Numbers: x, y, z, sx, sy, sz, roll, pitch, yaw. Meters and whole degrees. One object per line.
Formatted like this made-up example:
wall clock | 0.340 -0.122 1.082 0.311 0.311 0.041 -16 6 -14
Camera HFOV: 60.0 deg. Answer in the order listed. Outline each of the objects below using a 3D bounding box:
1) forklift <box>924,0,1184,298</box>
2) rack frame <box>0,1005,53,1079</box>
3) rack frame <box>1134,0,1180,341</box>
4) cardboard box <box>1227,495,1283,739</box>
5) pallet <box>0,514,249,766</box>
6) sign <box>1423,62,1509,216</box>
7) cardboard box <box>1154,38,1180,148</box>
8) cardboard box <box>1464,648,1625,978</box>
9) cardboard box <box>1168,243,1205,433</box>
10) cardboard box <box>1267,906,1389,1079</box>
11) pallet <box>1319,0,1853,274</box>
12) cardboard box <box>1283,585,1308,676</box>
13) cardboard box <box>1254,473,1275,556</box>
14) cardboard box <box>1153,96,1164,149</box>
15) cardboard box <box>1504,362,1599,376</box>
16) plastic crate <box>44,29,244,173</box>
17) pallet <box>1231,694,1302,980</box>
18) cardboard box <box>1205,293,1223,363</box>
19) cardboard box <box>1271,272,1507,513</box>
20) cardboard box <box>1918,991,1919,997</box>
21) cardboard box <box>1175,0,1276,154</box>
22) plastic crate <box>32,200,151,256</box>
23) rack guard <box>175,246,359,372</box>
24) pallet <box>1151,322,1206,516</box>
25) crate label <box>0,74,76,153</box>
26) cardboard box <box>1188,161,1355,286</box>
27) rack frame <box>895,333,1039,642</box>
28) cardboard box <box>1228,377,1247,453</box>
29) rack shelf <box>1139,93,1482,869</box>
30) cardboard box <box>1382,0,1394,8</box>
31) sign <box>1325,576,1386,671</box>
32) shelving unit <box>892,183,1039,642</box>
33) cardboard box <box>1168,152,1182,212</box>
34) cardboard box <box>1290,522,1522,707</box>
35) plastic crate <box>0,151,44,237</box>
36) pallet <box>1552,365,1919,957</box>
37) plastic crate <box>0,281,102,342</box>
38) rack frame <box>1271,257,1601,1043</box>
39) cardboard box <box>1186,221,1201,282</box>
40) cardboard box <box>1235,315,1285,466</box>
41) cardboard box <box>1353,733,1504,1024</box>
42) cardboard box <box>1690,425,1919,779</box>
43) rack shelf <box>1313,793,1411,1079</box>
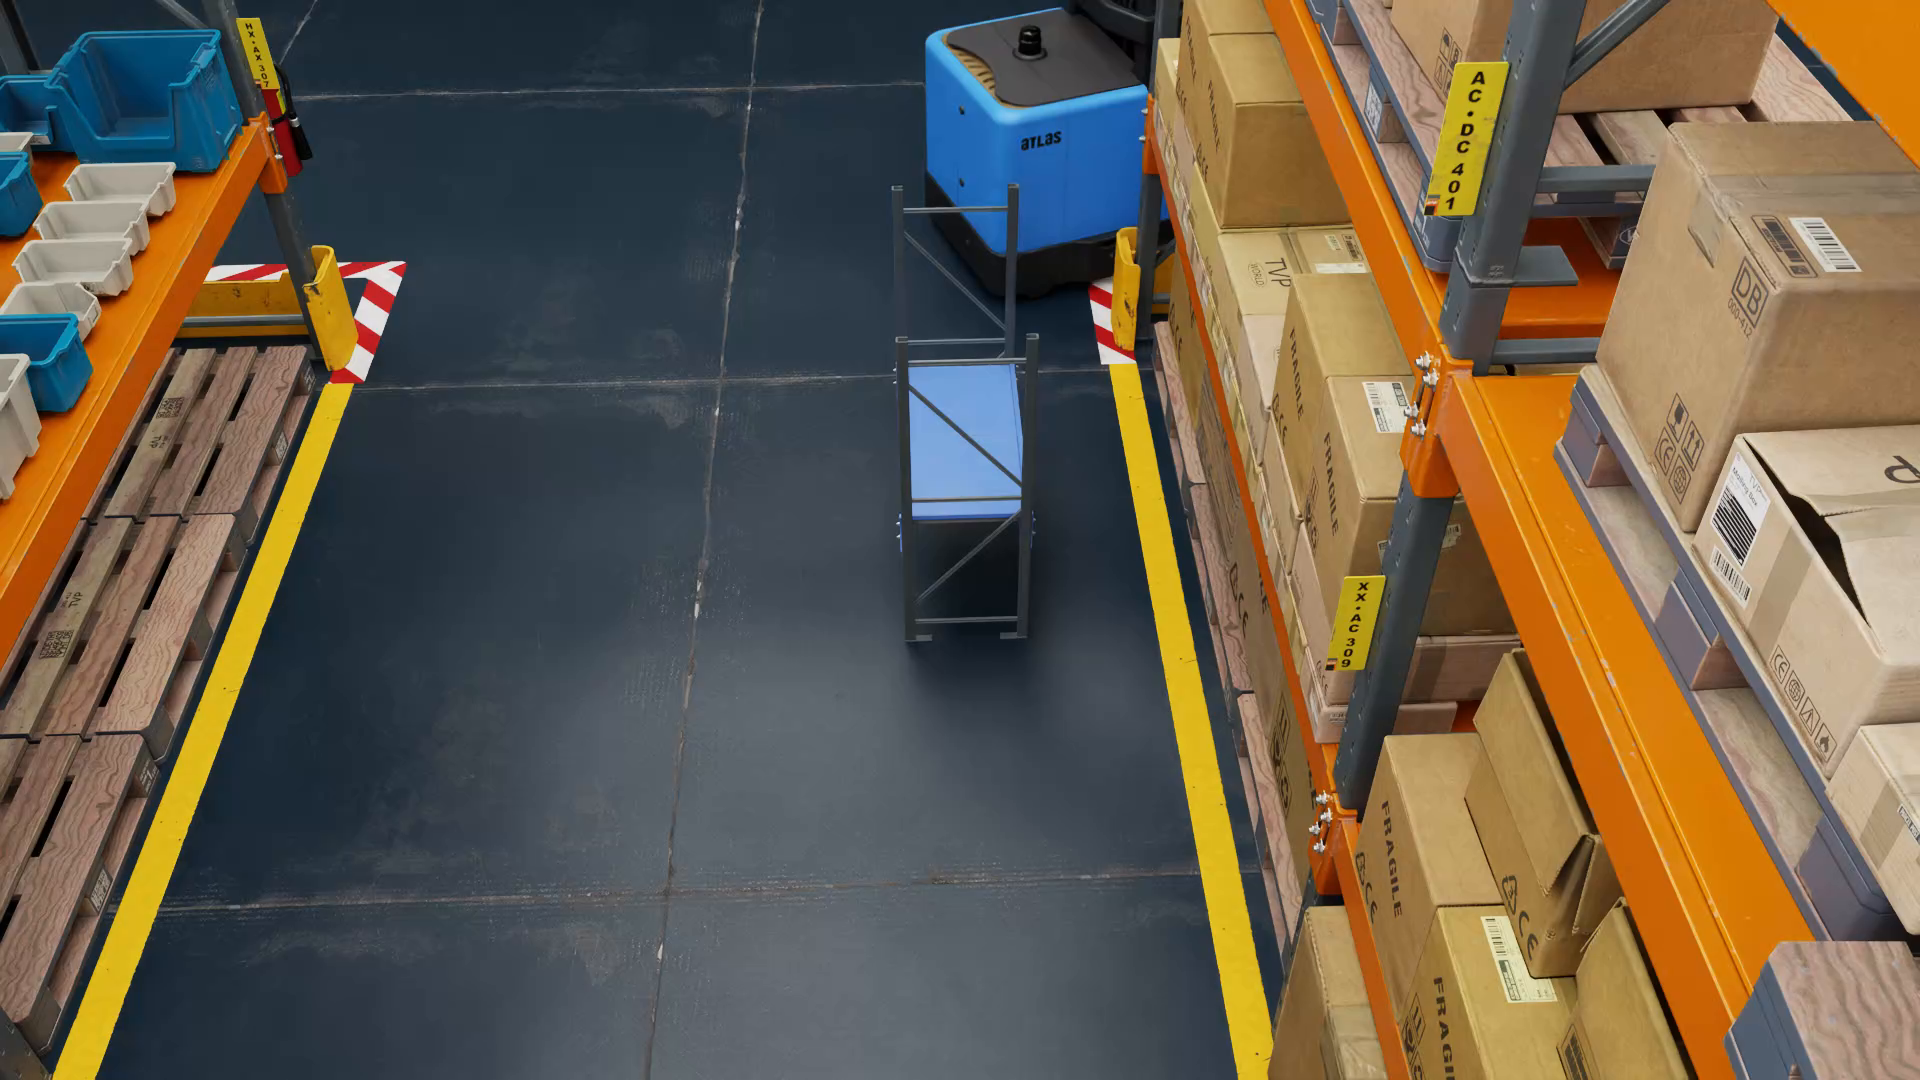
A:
forklift | 1.372 -2.977 8.328 3.031 2.935 1.130 -16 45 -17
rack frame | -3.421 0.682 4.286 1.000 3.000 0.127 -2 43 -2
rack frame | 1.358 -2.161 7.387 1.000 3.000 0.127 -2 43 -2
cardboard box | 1.542 0.113 6.169 0.875 0.875 0.875 -2 43 -2
pallet | -3.545 0.389 6.670 1.003 0.211 1.213 -2 43 -2
sign | 0.974 -0.769 3.208 0.100 0.325 0.005 -2 43 -2
cardboard box | 1.109 -1.883 6.976 0.500 0.250 0.500 -3 43 -3
cardboard box | 1.563 0.564 3.598 0.797 0.503 0.637 -3 43 -3
cardboard box | 1.465 -1.102 7.495 0.875 0.875 0.875 -2 43 -2
cardboard box | 1.575 1.600 4.547 1.225 0.875 0.875 -2 43 -2
pallet | 1.504 -1.086 4.061 1.003 0.211 1.213 -2 43 -2
cardboard box | 1.177 0.262 4.930 0.380 0.149 0.250 -1 43 -1
cardboard box | 1.155 -0.085 5.309 0.380 0.149 0.250 -1 43 -1
cardboard box | 1.043 -1.819 7.200 0.380 0.149 0.250 -1 43 -1
cardboard box | 1.750 -0.454 4.862 0.500 0.500 0.500 -2 43 -2
plastic crate | -3.390 -1.833 6.959 0.616 0.435 0.499 -2 43 -2
pallet | 1.574 1.052 5.946 1.003 0.211 1.213 -2 43 -2
cardboard box | 1.110 -0.781 6.068 0.380 0.149 0.250 -3 43 -3
cardboard box | 1.224 -0.432 4.837 0.500 0.500 0.500 -1 43 -1
cardboard box | 1.590 0.563 1.809 0.797 0.503 0.637 -2 43 -2
cardboard box | 1.130 -1.822 6.354 0.500 0.500 0.500 -3 43 -3
plastic crate | -3.377 -1.202 6.492 0.396 0.136 0.243 -2 43 -2
rack guard | -3.604 -1.113 8.094 1.175 0.500 0.348 -2 43 -2
pallet | 1.470 -0.595 7.743 1.003 0.211 1.213 -2 43 -2
crate label | -3.909 -1.803 7.076 0.416 0.233 0.303 -2 43 -2
cardboard box | 1.155 -1.193 6.223 0.500 0.250 0.500 -3 43 -3
rack frame | 0.025 -0.152 6.306 0.500 1.500 0.032 -2 43 -2
cardboard box | 1.133 -0.432 5.687 0.380 0.149 0.250 -2 43 -2
rack shelf | 1.443 -0.545 6.157 1.077 0.370 4.000 -2 43 -2
cardboard box | 1.416 -1.684 4.189 0.700 0.500 0.500 0 43 0
sign | 0.974 0.208 4.104 0.100 0.325 0.005 -2 43 -2
shelving unit | 0.004 -0.495 6.680 0.538 1.500 1.048 -2 43 -2
cardboard box | 1.067 -1.473 6.823 0.380 0.149 0.250 -3 43 -3
cardboard box | 1.247 0.195 4.708 0.500 0.250 0.500 -2 43 -3
plastic crate | -3.881 -1.358 6.592 0.416 0.233 0.300 -2 43 -2
pallet | 1.616 0.122 2.819 0.805 0.209 1.217 -3 43 -4
plastic crate | -3.310 -0.815 6.070 0.298 0.136 0.250 -2 43 -2
rack frame | 1.528 0.540 4.441 1.000 3.000 0.127 -2 43 -2
cardboard box | 1.089 -1.125 6.444 0.380 0.149 0.250 -2 43 -3
cardboard box | 1.201 -0.499 5.465 0.500 0.250 0.500 -1 43 -1
cardboard box | 1.298 0.821 4.061 0.500 0.500 0.500 -2 43 -2
cardboard box | 1.485 0.055 2.505 0.500 0.311 0.500 -3 43 -3
rack shelf | 1.613 2.155 3.211 1.077 0.370 4.000 -2 43 -2
